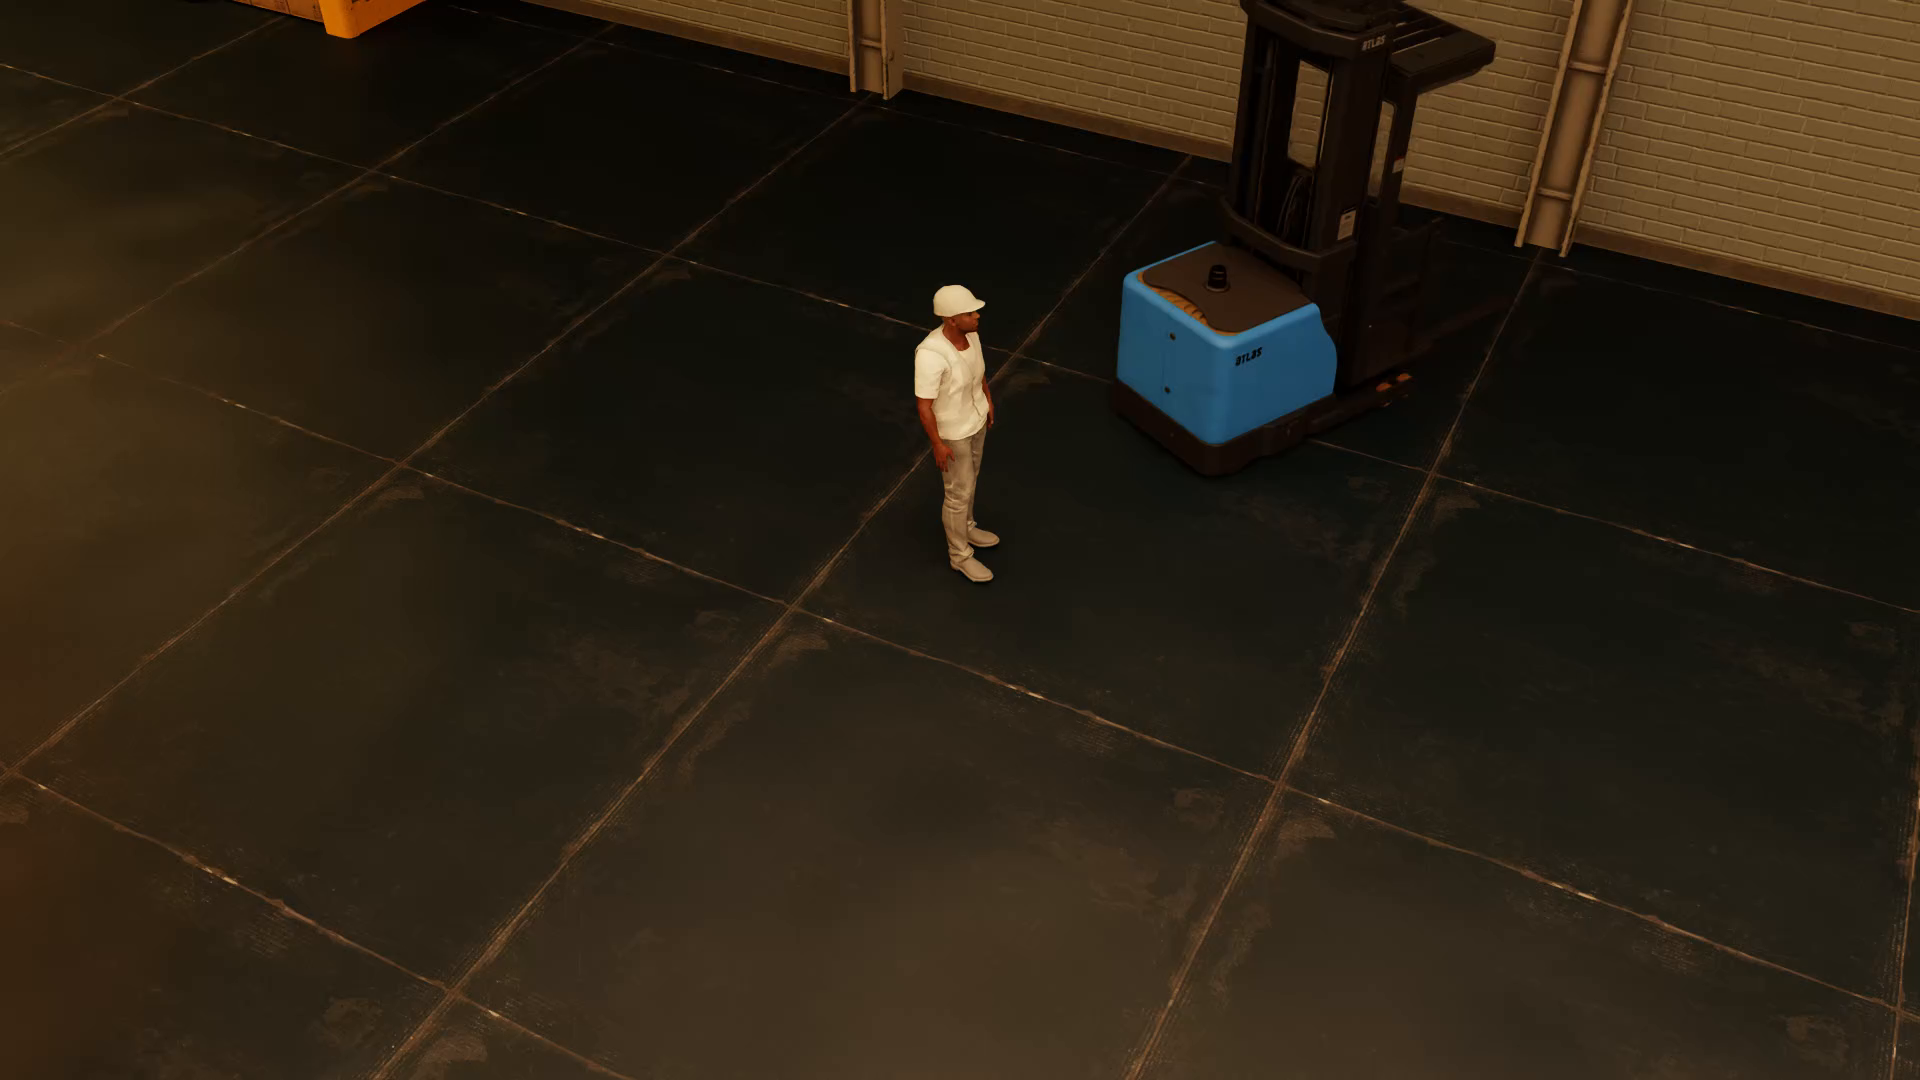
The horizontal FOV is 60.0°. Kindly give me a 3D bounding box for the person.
[{"bbox_3d":[0.059,-0.655,9.661,0.576,1.760,0.665,18,43,21],"label":"person"}]

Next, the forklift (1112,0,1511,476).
[{"bbox_3d":[2.528,-2.283,10.698,3.031,2.935,1.130,-24,46,-26],"label":"forklift"}]
